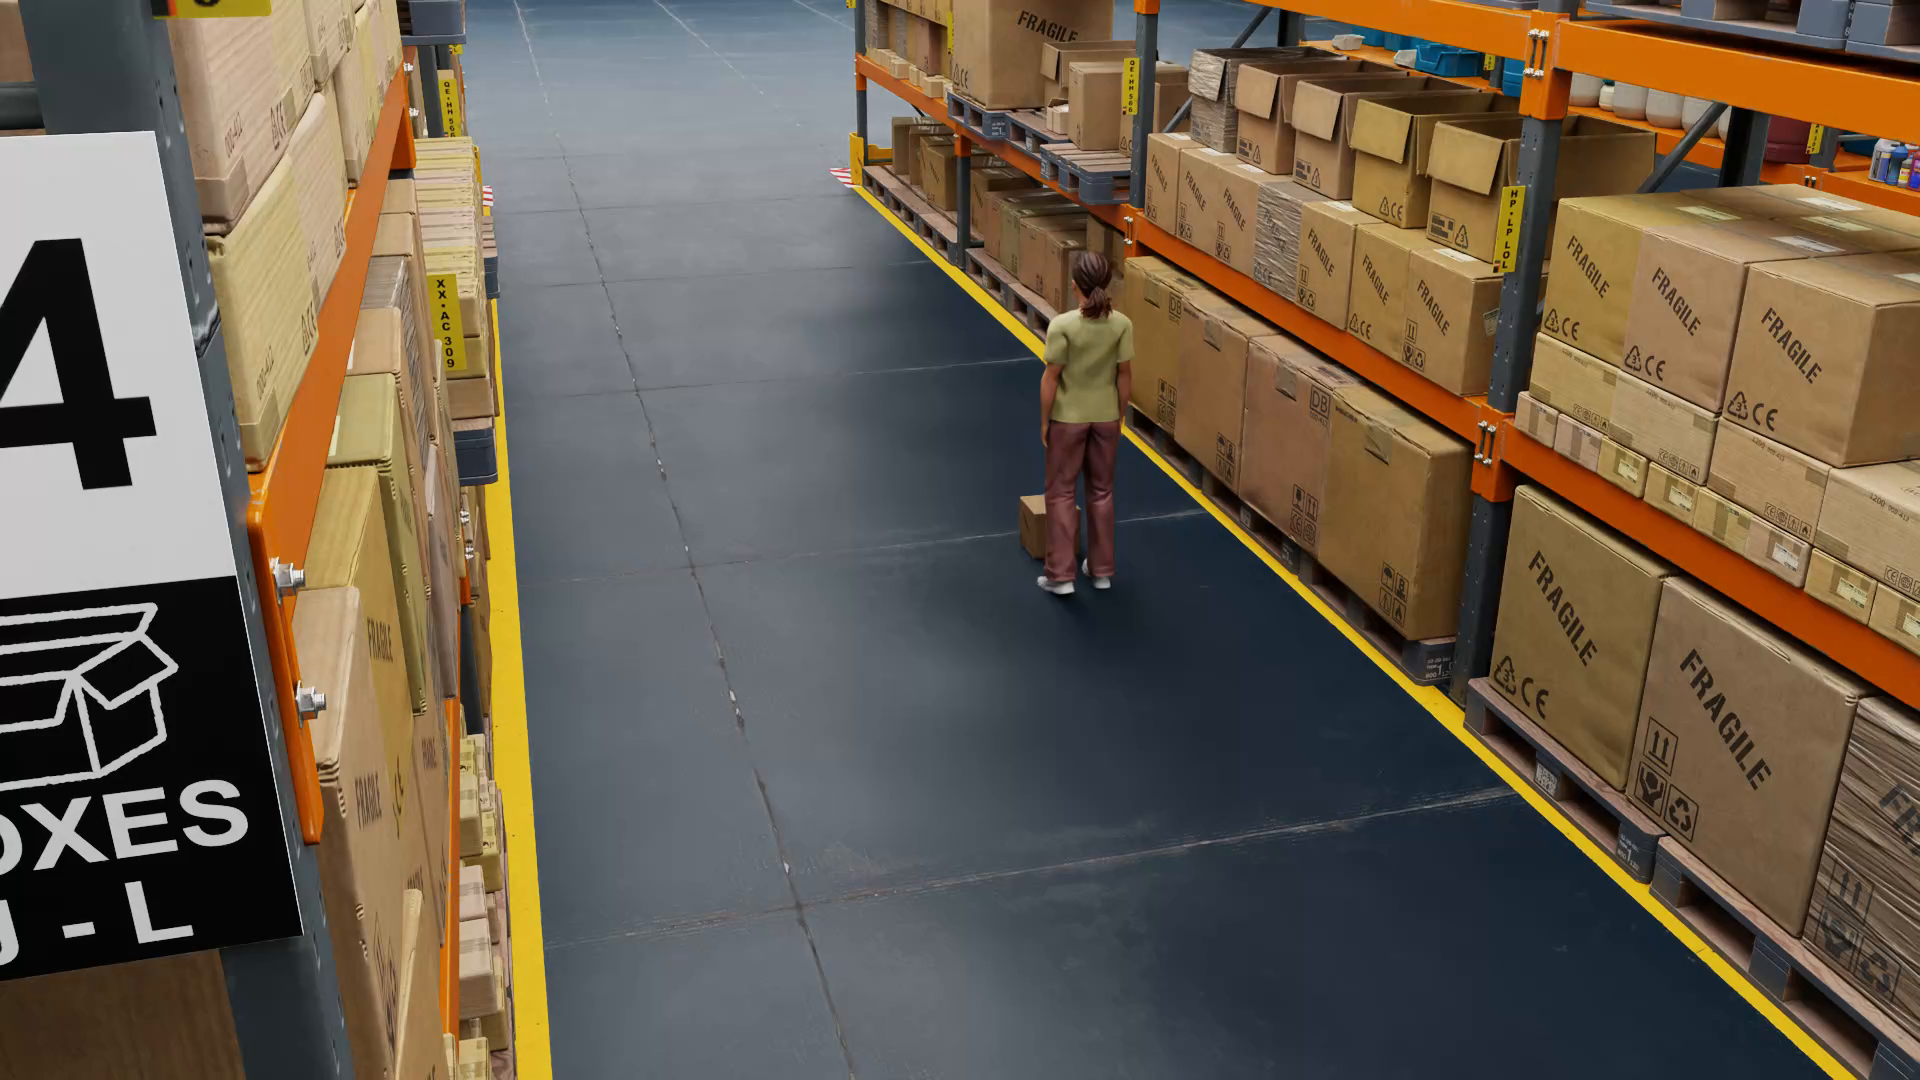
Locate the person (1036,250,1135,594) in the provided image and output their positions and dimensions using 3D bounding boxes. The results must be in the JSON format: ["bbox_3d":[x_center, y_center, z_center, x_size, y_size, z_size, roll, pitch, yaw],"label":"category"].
[{"bbox_3d":[0.585,-0.533,7.905,0.451,1.712,0.386,-6,24,-13],"label":"person"}]
